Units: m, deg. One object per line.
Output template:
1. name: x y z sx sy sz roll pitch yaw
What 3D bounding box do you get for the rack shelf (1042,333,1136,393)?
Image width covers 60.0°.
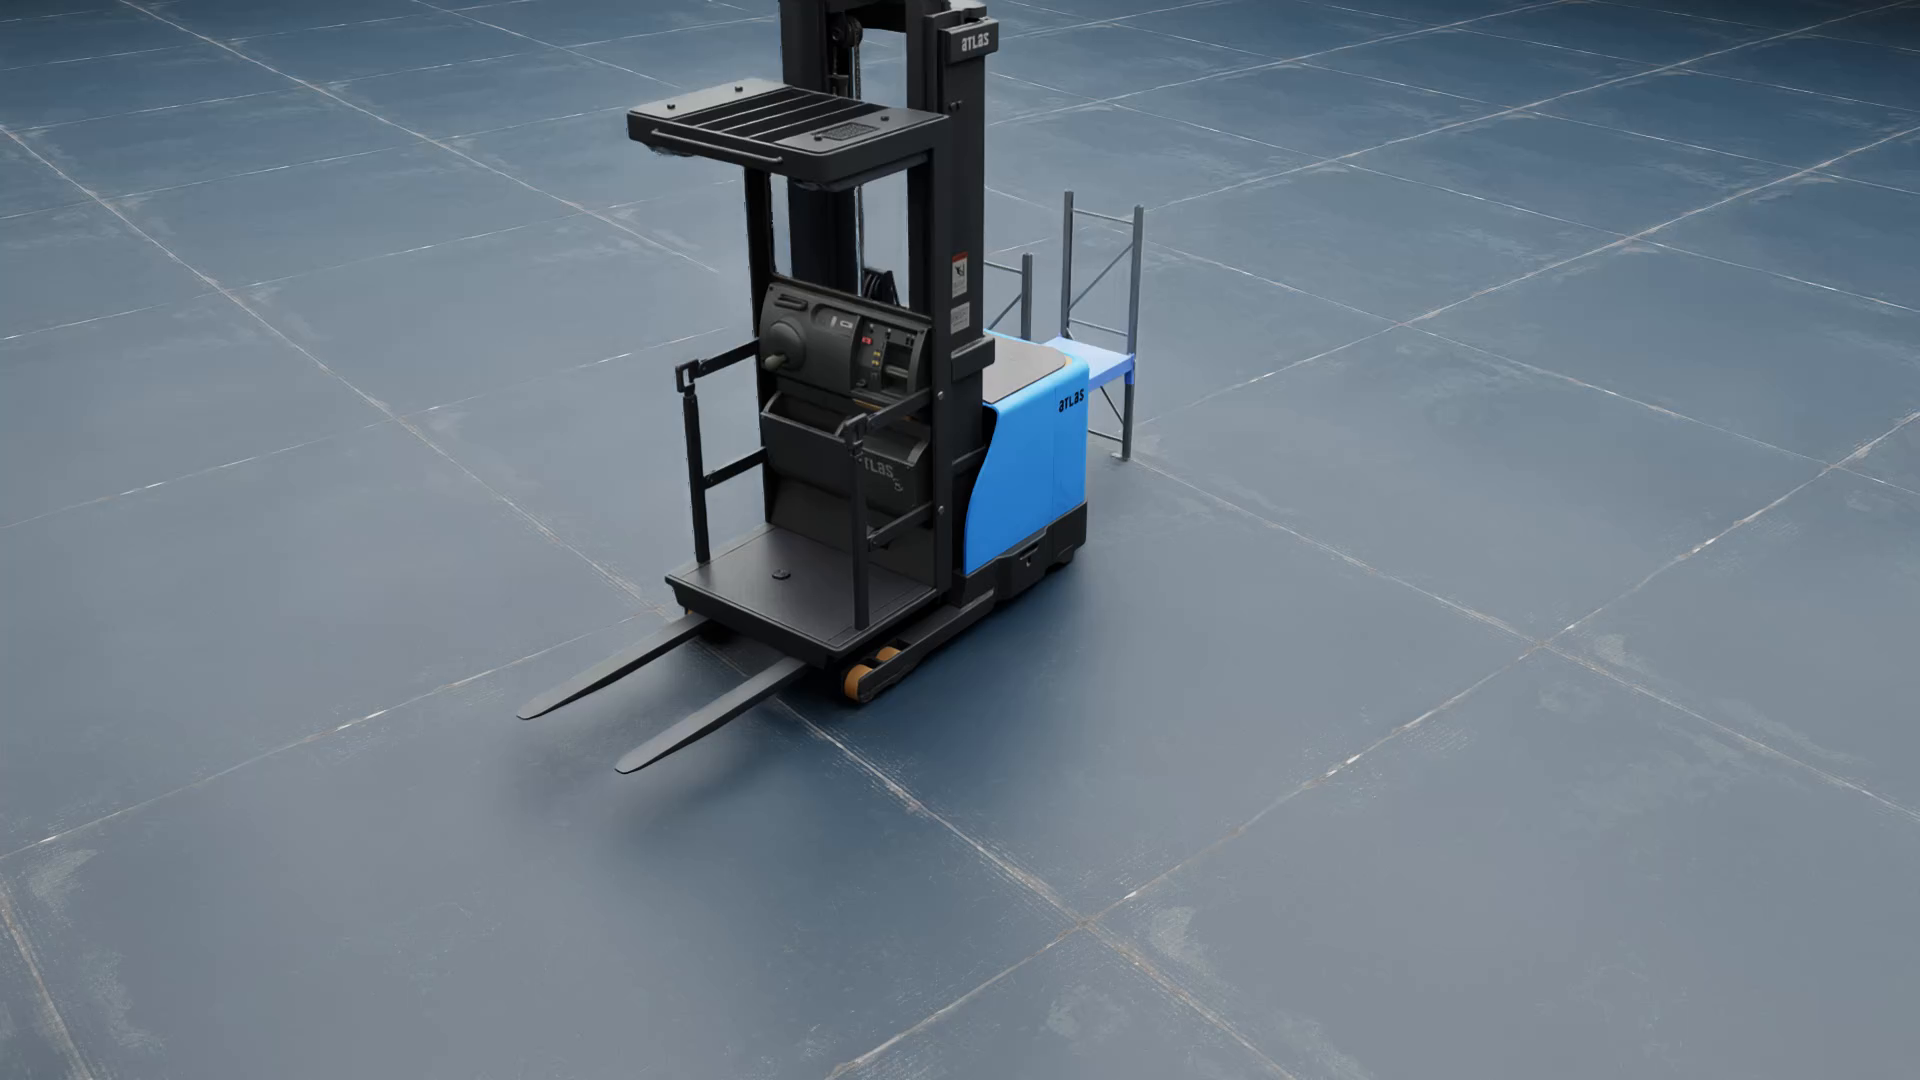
1. rack shelf: 0.468 -0.850 9.132 0.538 0.185 1.000 20 34 33

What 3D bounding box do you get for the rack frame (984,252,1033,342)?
1. rack frame: 0.154 -0.821 8.694 0.500 1.500 0.032 20 34 33

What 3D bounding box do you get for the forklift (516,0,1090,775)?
1. forklift: -0.653 -0.833 7.198 1.130 2.935 3.031 20 34 33

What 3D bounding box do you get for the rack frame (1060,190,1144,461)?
1. rack frame: 0.782 -1.198 9.400 0.500 1.500 0.032 20 34 33

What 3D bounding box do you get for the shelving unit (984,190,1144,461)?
1. shelving unit: 0.468 -1.009 9.047 0.538 1.500 1.048 20 34 33
